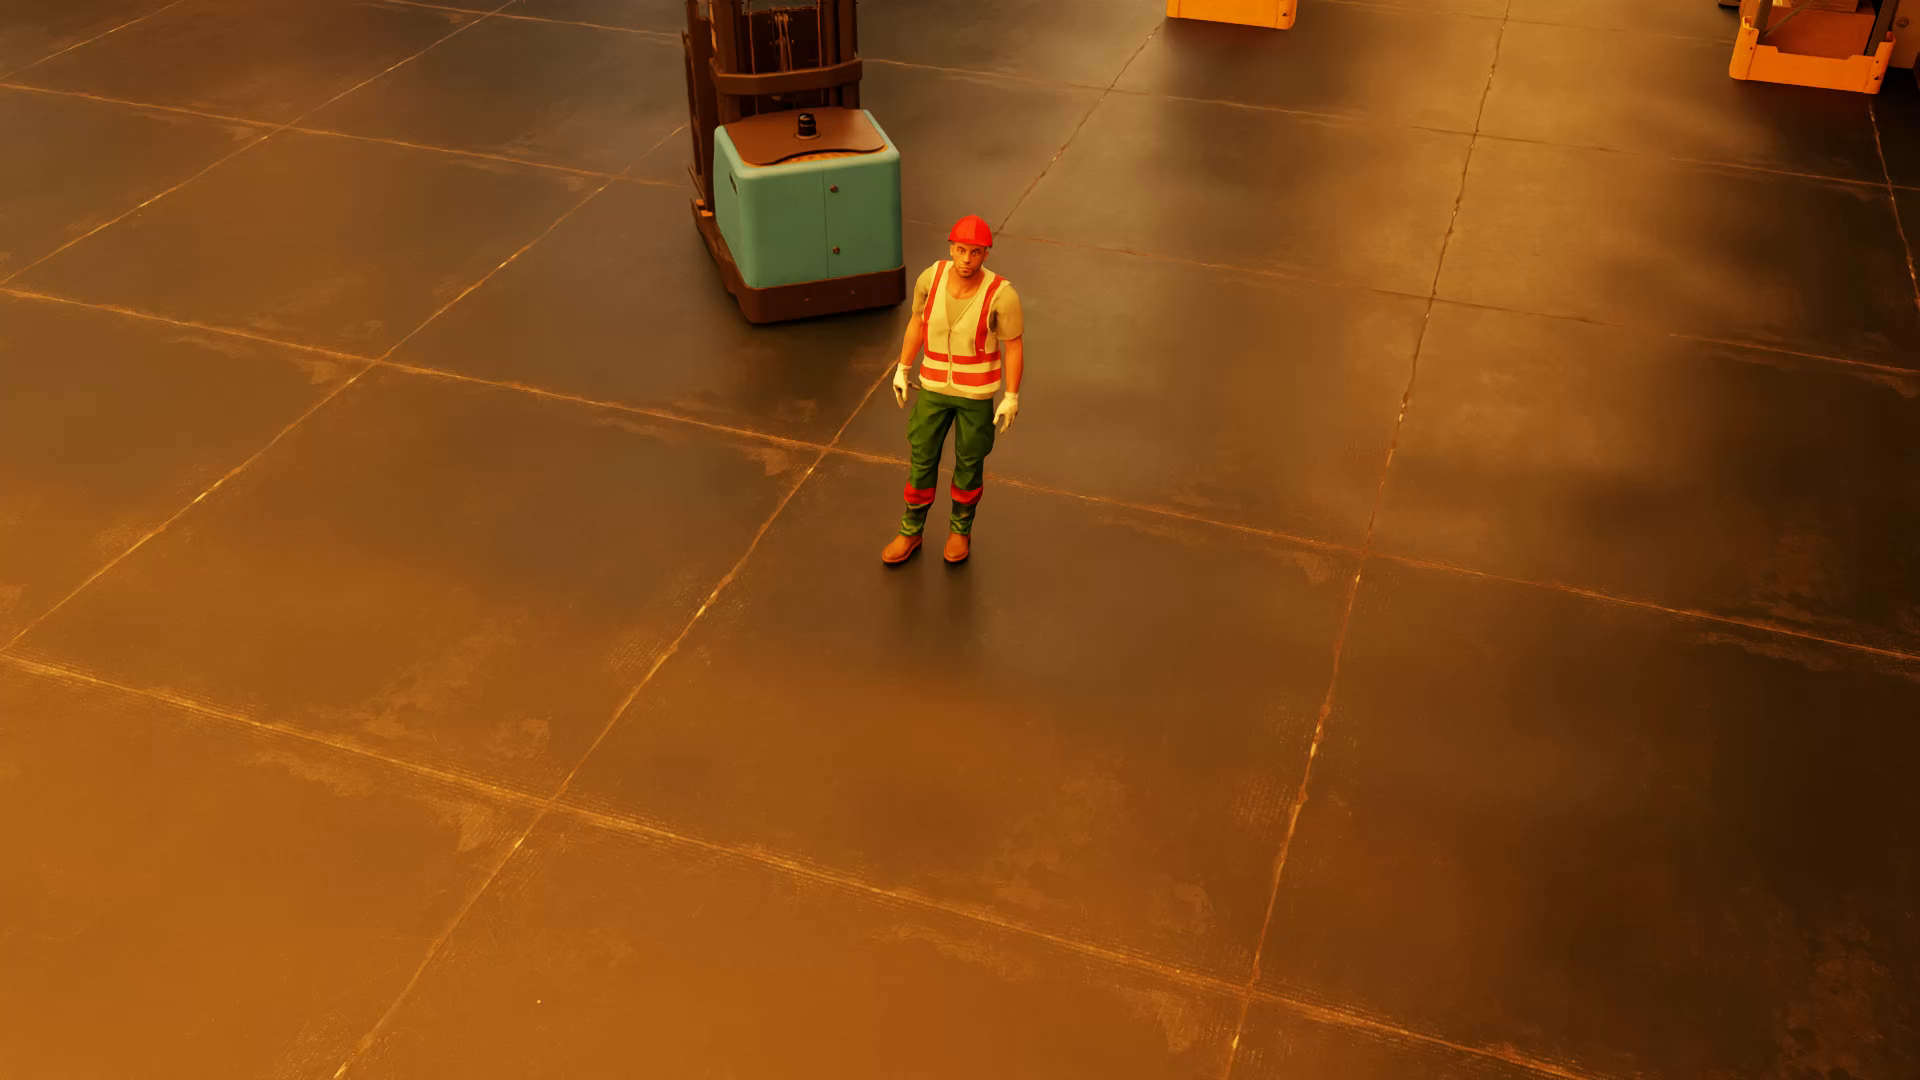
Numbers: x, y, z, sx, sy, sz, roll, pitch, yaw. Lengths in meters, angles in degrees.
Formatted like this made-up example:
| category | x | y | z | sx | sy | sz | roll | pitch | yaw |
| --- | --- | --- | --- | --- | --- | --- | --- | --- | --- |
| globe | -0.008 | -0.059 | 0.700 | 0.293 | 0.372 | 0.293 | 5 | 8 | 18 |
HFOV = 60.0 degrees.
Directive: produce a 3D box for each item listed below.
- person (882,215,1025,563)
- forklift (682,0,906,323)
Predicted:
| category | x | y | z | sx | sy | sz | roll | pitch | yaw |
| --- | --- | --- | --- | --- | --- | --- | --- | --- | --- |
| person | -0.037 | -0.693 | 8.064 | 0.638 | 1.789 | 0.562 | 12 | 37 | 16 |
| forklift | -1.277 | -3.407 | 10.916 | 1.130 | 2.935 | 3.031 | -10 | 37 | -14 |
